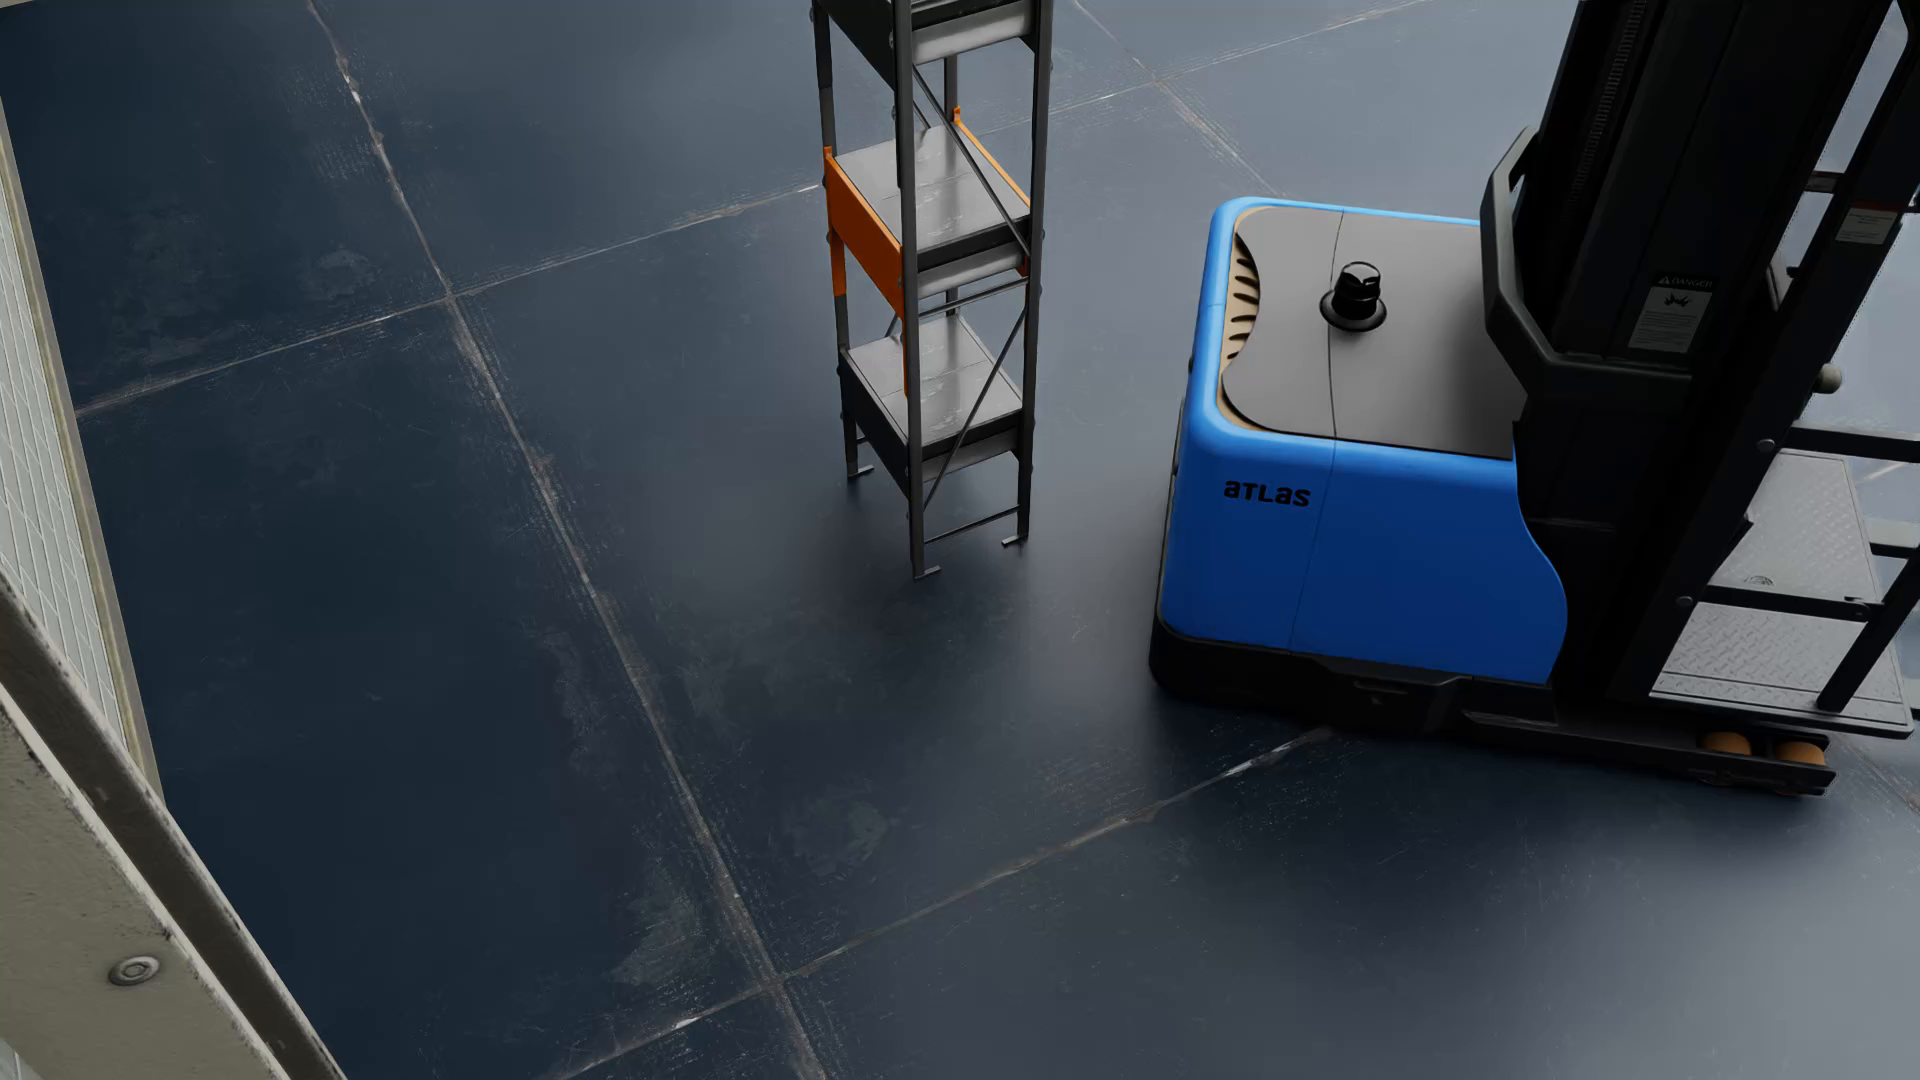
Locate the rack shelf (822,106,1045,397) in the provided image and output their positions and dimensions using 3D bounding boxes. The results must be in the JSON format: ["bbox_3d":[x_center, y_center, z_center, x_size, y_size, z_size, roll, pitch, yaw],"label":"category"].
[{"bbox_3d":[-0.076,-0.793,4.567,0.431,0.518,0.480,-21,52,-18],"label":"rack shelf"}]

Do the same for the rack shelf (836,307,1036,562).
[{"bbox_3d":[-0.076,-0.332,5.094,0.431,0.518,0.480,-21,52,-18],"label":"rack shelf"}]

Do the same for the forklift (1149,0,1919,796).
[{"bbox_3d":[2.116,-0.689,3.906,3.031,2.935,1.130,7,49,6],"label":"forklift"}]

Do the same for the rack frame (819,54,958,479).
[{"bbox_3d":[-0.187,-0.965,4.699,0.400,2.100,0.015,-21,52,-18],"label":"rack frame"}]

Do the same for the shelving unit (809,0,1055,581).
[{"bbox_3d":[-0.076,-0.802,4.557,0.431,2.100,0.503,-21,52,-18],"label":"shelving unit"}]

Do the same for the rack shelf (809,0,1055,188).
[{"bbox_3d":[-0.076,-1.254,4.040,0.431,0.518,0.480,-21,52,-18],"label":"rack shelf"}]

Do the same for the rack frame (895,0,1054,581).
[{"bbox_3d":[0.036,-0.639,4.414,0.400,2.100,0.015,-21,52,-18],"label":"rack frame"}]
